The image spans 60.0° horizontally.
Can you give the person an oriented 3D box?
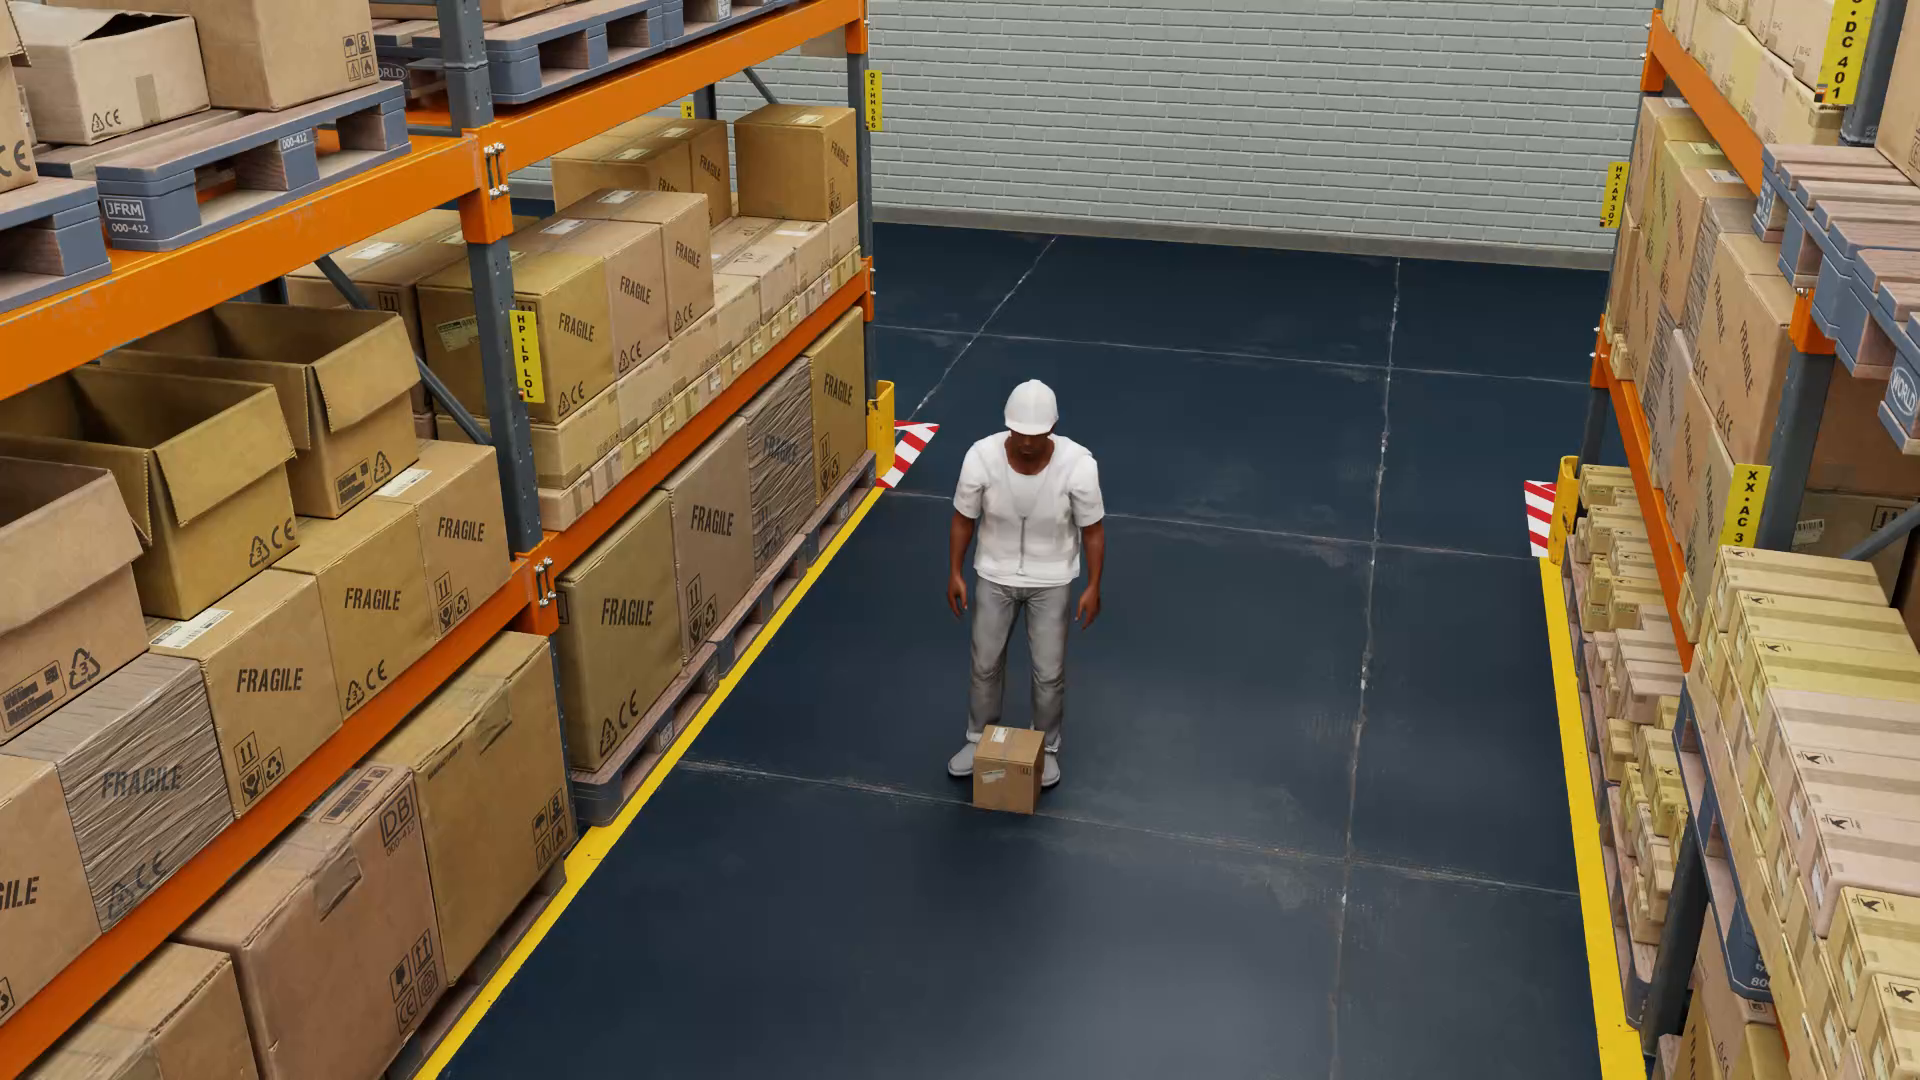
[{"bbox_3d":[0.260,0.172,6.727,0.634,1.755,0.461,5,26,10],"label":"person"}]
